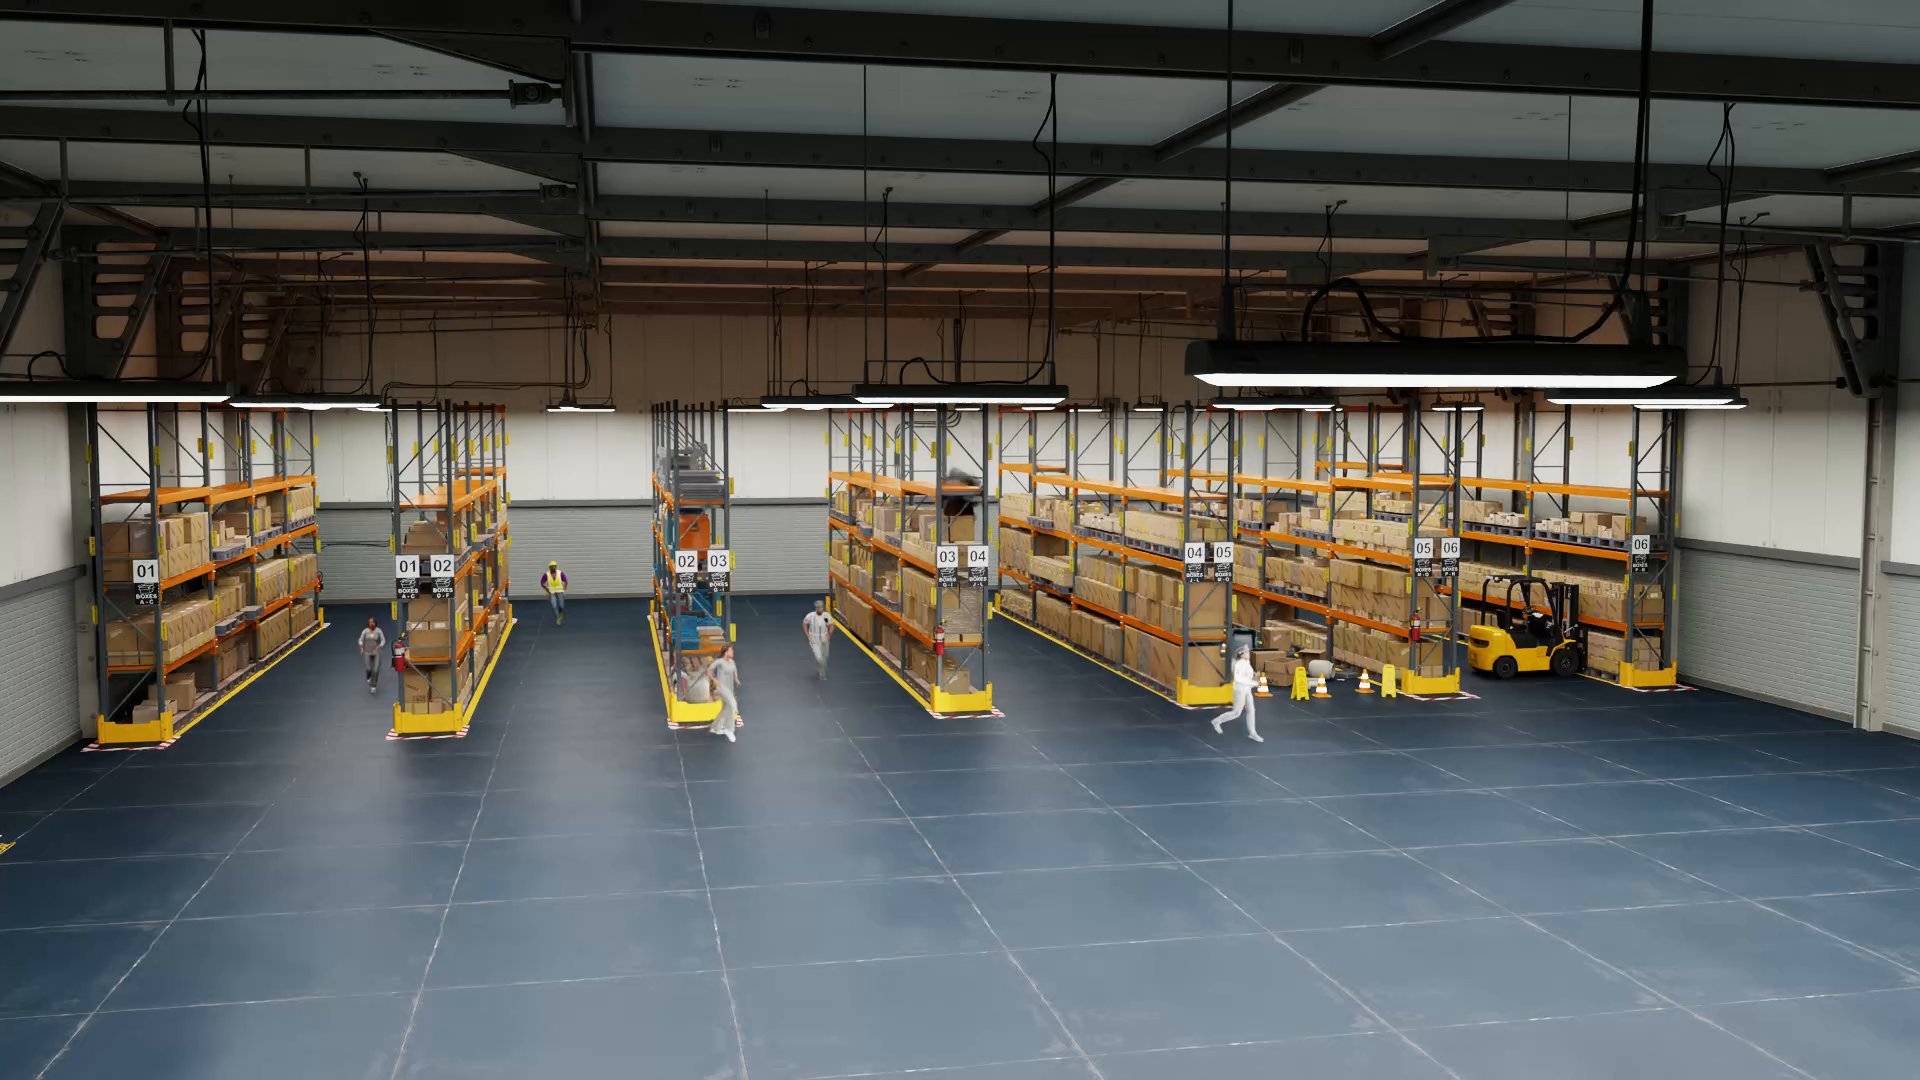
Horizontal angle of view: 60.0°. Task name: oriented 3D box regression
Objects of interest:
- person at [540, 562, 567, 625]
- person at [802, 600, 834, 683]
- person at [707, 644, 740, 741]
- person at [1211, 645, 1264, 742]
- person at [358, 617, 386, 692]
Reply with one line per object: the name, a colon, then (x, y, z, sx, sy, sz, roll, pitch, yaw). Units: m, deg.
person: (-11.104, 1.443, 45.502, 0.724, 1.723, 0.593, -2, 5, -20)
person: (-3.051, 2.159, 35.916, 0.688, 1.766, 0.837, -1, 4, -17)
person: (-4.156, 2.698, 29.426, 0.700, 1.662, 0.571, 3, 5, 30)
person: (4.928, 2.677, 29.289, 0.895, 1.707, 0.624, 2, 5, 29)
person: (-12.105, 2.368, 34.246, 0.531, 1.557, 0.539, -1, 5, -19)
